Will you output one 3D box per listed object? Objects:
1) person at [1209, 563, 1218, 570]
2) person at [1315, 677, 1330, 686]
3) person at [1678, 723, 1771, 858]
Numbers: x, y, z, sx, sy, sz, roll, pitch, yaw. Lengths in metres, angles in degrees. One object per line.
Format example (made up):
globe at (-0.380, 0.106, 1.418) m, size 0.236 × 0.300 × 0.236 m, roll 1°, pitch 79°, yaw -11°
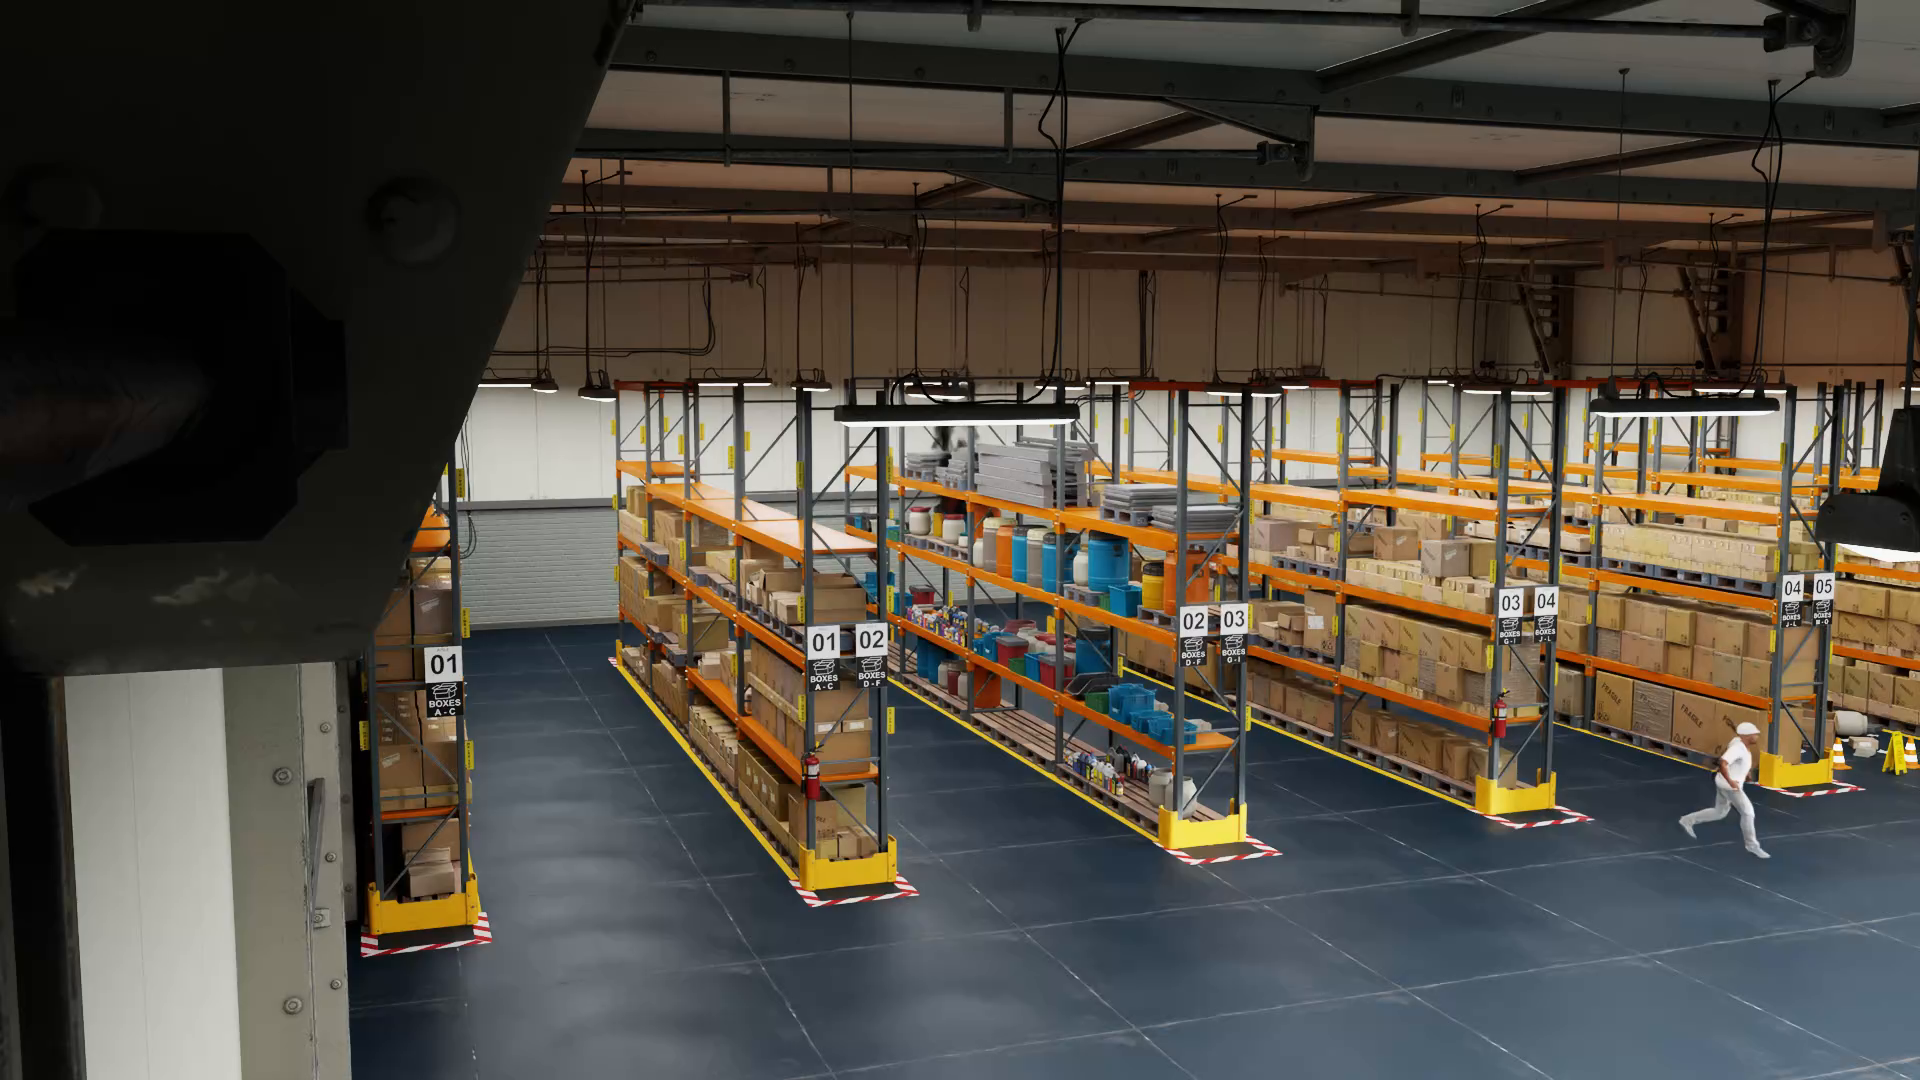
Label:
person at (6.213, 1.186, 40.631) m, size 0.728 × 1.705 × 0.550 m, roll 5°, pitch 8°, yaw 40°
person at (6.955, 2.107, 31.644) m, size 0.682 × 1.839 × 0.801 m, roll -2°, pitch 6°, yaw -21°
person at (9.915, 3.205, 21.506) m, size 1.108 × 1.752 × 0.700 m, roll 2°, pitch 6°, yaw 19°
